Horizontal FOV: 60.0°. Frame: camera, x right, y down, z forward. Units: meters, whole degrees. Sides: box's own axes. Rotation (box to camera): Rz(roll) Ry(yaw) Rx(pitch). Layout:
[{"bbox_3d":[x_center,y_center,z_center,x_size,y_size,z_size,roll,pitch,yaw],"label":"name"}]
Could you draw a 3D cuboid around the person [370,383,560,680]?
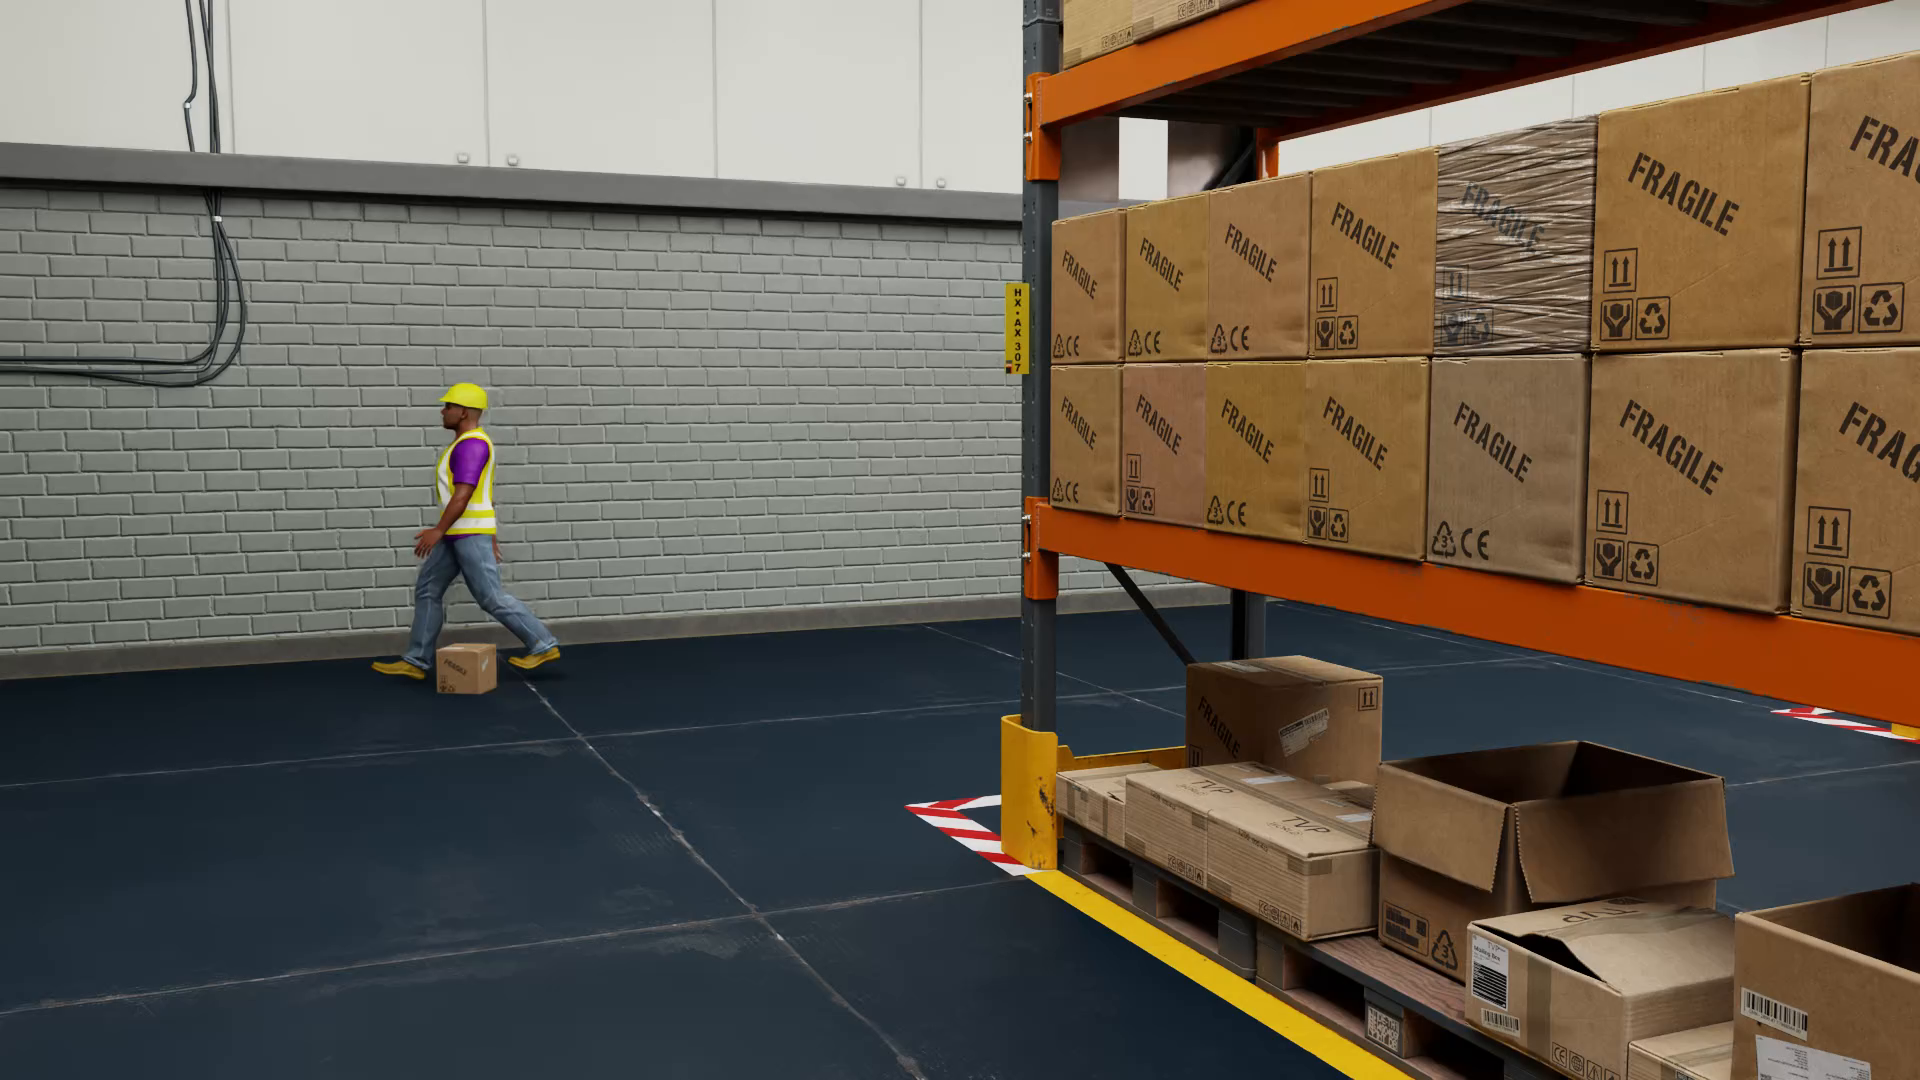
[{"bbox_3d":[-2.876,-0.044,9.625,1.050,1.724,0.578,-2,6,-22],"label":"person"}]
